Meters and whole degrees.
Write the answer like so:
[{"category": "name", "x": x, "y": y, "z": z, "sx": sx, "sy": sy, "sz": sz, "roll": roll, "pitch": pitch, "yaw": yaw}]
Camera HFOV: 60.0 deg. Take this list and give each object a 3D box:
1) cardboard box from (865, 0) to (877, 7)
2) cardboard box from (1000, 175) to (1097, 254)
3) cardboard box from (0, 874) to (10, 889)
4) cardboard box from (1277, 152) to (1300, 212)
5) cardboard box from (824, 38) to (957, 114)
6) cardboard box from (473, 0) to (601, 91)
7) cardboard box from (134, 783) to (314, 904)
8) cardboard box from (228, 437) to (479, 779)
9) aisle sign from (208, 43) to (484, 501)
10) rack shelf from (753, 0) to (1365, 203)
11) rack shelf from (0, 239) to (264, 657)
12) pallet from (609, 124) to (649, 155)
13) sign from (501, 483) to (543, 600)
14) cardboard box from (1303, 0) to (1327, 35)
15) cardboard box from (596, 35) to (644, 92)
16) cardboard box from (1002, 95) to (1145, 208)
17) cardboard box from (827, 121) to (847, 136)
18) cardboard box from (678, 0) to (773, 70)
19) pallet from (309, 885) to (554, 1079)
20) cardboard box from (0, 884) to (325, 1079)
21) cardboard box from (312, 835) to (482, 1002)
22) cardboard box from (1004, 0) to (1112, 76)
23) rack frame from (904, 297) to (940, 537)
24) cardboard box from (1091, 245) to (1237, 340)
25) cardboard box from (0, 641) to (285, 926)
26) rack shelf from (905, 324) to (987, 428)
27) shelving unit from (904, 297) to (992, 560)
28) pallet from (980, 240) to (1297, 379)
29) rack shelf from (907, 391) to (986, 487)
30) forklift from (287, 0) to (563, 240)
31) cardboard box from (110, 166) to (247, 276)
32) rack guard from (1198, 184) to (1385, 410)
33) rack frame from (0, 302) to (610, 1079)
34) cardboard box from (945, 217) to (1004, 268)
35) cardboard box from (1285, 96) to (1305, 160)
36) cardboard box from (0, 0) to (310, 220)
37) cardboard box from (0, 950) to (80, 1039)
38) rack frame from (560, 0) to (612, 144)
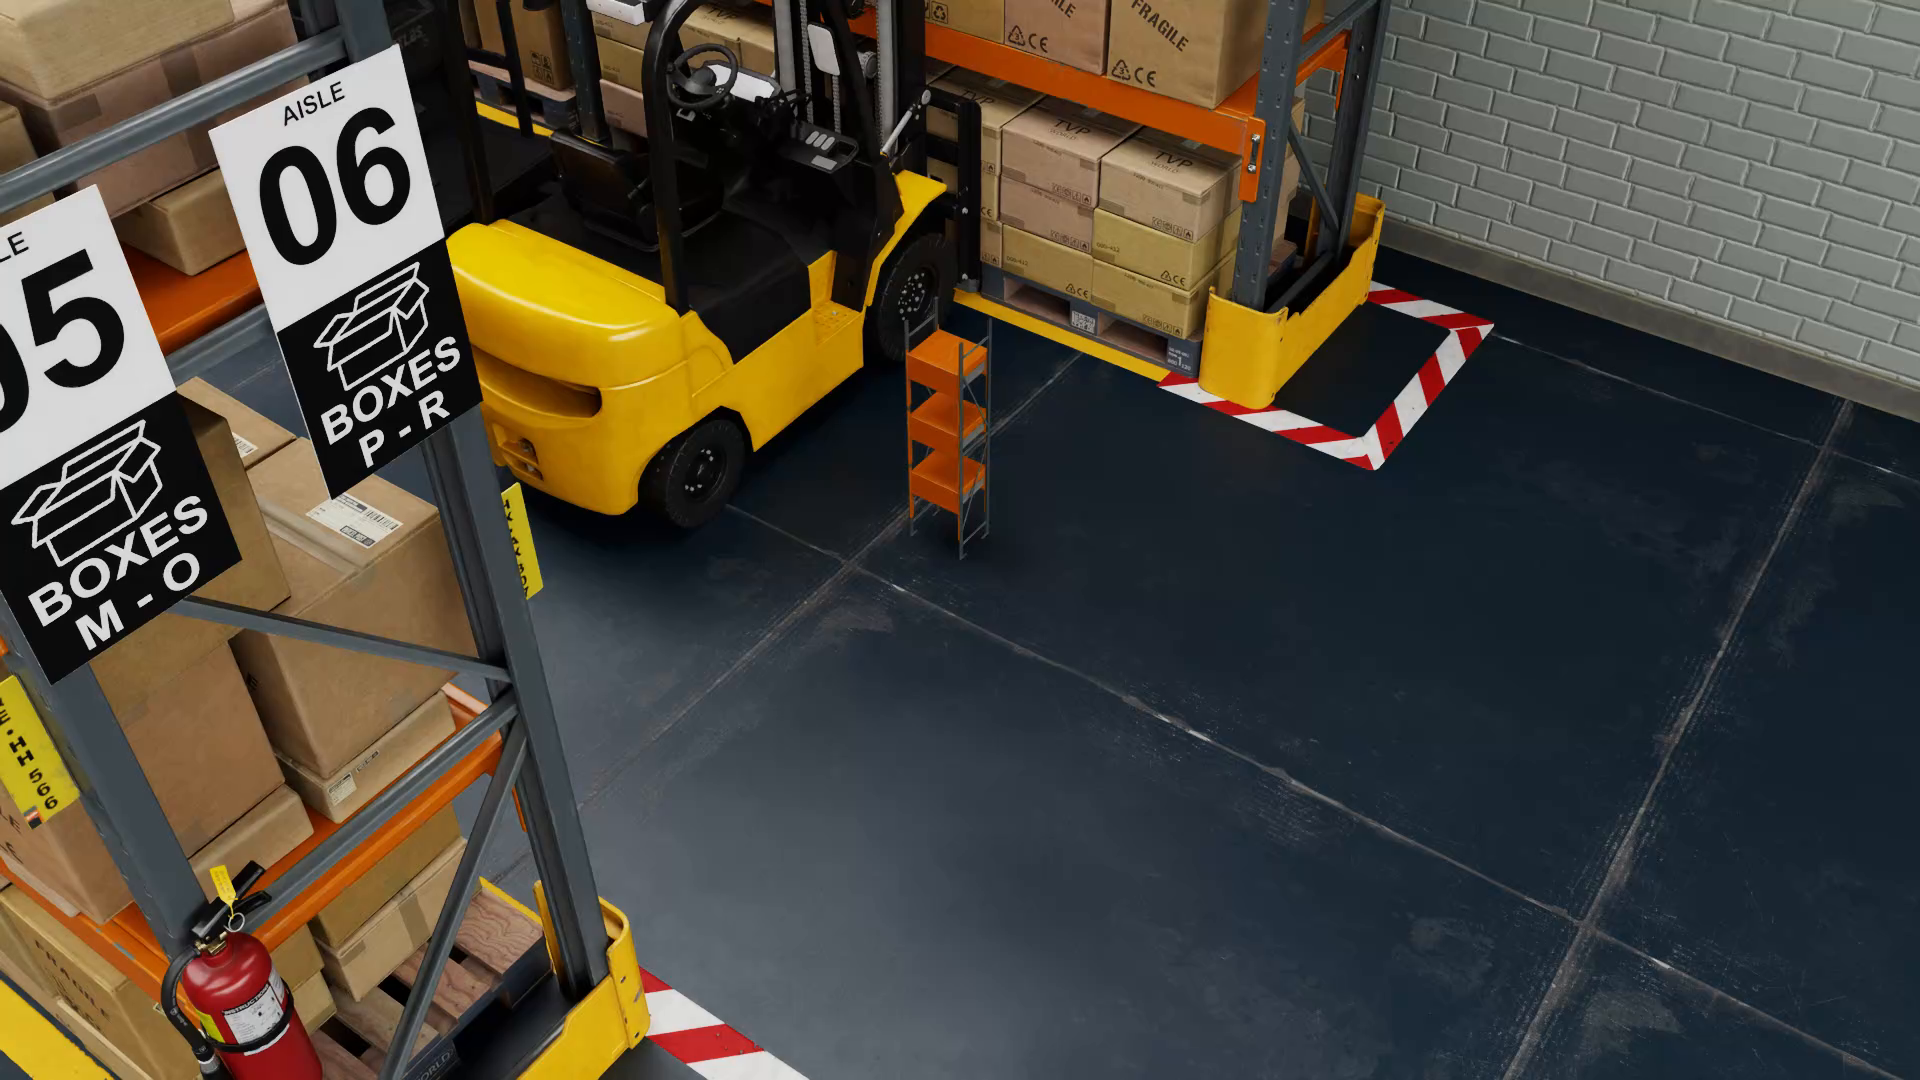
[{"category": "cardboard box", "x": -0.300, "y": -2.743, "z": 7.491, "sx": 0.500, "sy": 0.500, "sz": 0.500, "roll": 25, "pitch": 48, "yaw": 26}, {"category": "cardboard box", "x": 0.528, "y": -1.606, "z": 7.668, "sx": 0.500, "sy": 0.250, "sz": 0.500, "roll": 25, "pitch": 47, "yaw": 25}, {"category": "cardboard box", "x": -2.481, "y": 0.715, "z": 4.399, "sx": 0.250, "sy": 0.149, "sz": 0.380, "roll": 26, "pitch": 48, "yaw": 26}, {"category": "cardboard box", "x": 1.245, "y": -1.686, "z": 7.757, "sx": 0.500, "sy": 0.250, "sz": 0.500, "roll": 26, "pitch": 48, "yaw": 26}, {"category": "cardboard box", "x": -0.296, "y": -2.163, "z": 7.915, "sx": 0.500, "sy": 0.250, "sz": 0.500, "roll": 24, "pitch": 47, "yaw": 25}, {"category": "cardboard box", "x": -2.198, "y": -3.071, "z": 9.399, "sx": 0.625, "sy": 0.625, "sz": 0.875, "roll": 27, "pitch": 48, "yaw": 27}, {"category": "cardboard box", "x": -1.765, "y": 0.704, "z": 3.902, "sx": 0.250, "sy": 0.149, "sz": 0.380, "roll": 27, "pitch": 48, "yaw": 27}, {"category": "cardboard box", "x": -1.565, "y": 0.156, "z": 4.028, "sx": 0.500, "sy": 0.500, "sz": 0.500, "roll": 24, "pitch": 47, "yaw": 25}, {"category": "aisle sign", "x": -1.108, "y": -0.478, "z": 3.085, "sx": 0.004, "sy": 0.787, "sz": 0.394, "roll": 25, "pitch": 48, "yaw": 25}, {"category": "rack shelf", "x": -0.127, "y": -2.572, "z": 7.915, "sx": 4.000, "sy": 0.370, "sz": 1.077, "roll": 25, "pitch": 48, "yaw": 25}, {"category": "rack shelf", "x": -2.974, "y": -0.979, "z": 3.884, "sx": 4.000, "sy": 0.370, "sz": 1.077, "roll": 25, "pitch": 48, "yaw": 25}, {"category": "pallet", "x": -1.137, "y": -2.240, "z": 9.095, "sx": 1.213, "sy": 0.211, "sz": 1.003, "roll": 25, "pitch": 48, "yaw": 25}, {"category": "sign", "x": -1.025, "y": 0.018, "z": 3.831, "sx": 0.005, "sy": 0.325, "sz": 0.100, "roll": 25, "pitch": 48, "yaw": 25}, {"category": "cardboard box", "x": 1.264, "y": -2.453, "z": 7.167, "sx": 0.500, "sy": 0.500, "sz": 0.500, "roll": 27, "pitch": 48, "yaw": 27}, {"category": "cardboard box", "x": -1.545, "y": -2.570, "z": 8.745, "sx": 0.500, "sy": 0.250, "sz": 0.500, "roll": 25, "pitch": 47, "yaw": 25}, {"category": "cardboard box", "x": 0.533, "y": -1.777, "z": 7.484, "sx": 0.500, "sy": 0.250, "sz": 0.500, "roll": 26, "pitch": 48, "yaw": 26}, {"category": "cardboard box", "x": -0.314, "y": -1.986, "z": 8.092, "sx": 0.500, "sy": 0.250, "sz": 0.500, "roll": 25, "pitch": 47, "yaw": 25}, {"category": "cardboard box", "x": -1.136, "y": -2.553, "z": 8.351, "sx": 0.500, "sy": 0.250, "sz": 0.500, "roll": 25, "pitch": 48, "yaw": 25}, {"category": "pallet", "x": -2.043, "y": 1.316, "z": 5.120, "sx": 1.213, "sy": 0.211, "sz": 1.003, "roll": 25, "pitch": 48, "yaw": 25}, {"category": "cardboard box", "x": -2.142, "y": 1.061, "z": 4.499, "sx": 0.500, "sy": 0.500, "sz": 0.500, "roll": 25, "pitch": 48, "yaw": 26}, {"category": "cardboard box", "x": -1.838, "y": 1.045, "z": 5.080, "sx": 0.500, "sy": 0.250, "sz": 0.500, "roll": 25, "pitch": 47, "yaw": 25}, {"category": "cardboard box", "x": 0.537, "y": -2.361, "z": 7.064, "sx": 0.500, "sy": 0.500, "sz": 0.500, "roll": 27, "pitch": 48, "yaw": 27}, {"category": "rack frame", "x": -0.144, "y": -0.458, "z": 6.475, "sx": 0.008, "sy": 1.050, "sz": 0.200, "roll": 25, "pitch": 48, "yaw": 25}, {"category": "cardboard box", "x": 0.945, "y": -1.214, "z": 7.604, "sx": 0.500, "sy": 0.250, "sz": 0.500, "roll": 25, "pitch": 48, "yaw": 26}, {"category": "cardboard box", "x": -1.939, "y": 0.431, "z": 3.721, "sx": 0.500, "sy": 0.500, "sz": 0.500, "roll": 24, "pitch": 47, "yaw": 25}, {"category": "rack shelf", "x": -0.044, "y": -0.615, "z": 6.241, "sx": 0.240, "sy": 0.259, "sz": 0.215, "roll": 25, "pitch": 48, "yaw": 25}, {"category": "shelving unit", "x": -0.044, "y": -0.412, "z": 6.423, "sx": 0.252, "sy": 1.050, "sz": 0.215, "roll": 25, "pitch": 48, "yaw": 25}, {"category": "pallet", "x": 0.860, "y": -1.305, "z": 8.050, "sx": 1.213, "sy": 0.211, "sz": 1.003, "roll": 25, "pitch": 48, "yaw": 25}, {"category": "rack shelf", "x": -0.044, "y": -0.404, "z": 6.430, "sx": 0.240, "sy": 0.259, "sz": 0.215, "roll": 25, "pitch": 48, "yaw": 25}, {"category": "forklift", "x": -2.675, "y": -2.679, "z": 7.547, "sx": 3.031, "sy": 2.935, "sz": 1.130, "roll": 19, "pitch": 45, "yaw": 20}, {"category": "cardboard box", "x": -1.422, "y": -0.692, "z": 3.212, "sx": 0.250, "sy": 0.149, "sz": 0.380, "roll": 25, "pitch": 48, "yaw": 25}, {"category": "rack guard", "x": 1.530, "y": -1.134, "z": 7.642, "sx": 0.348, "sy": 0.500, "sz": 1.175, "roll": 25, "pitch": 48, "yaw": 25}, {"category": "rack frame", "x": -1.336, "y": 0.637, "z": 3.789, "sx": 0.127, "sy": 3.000, "sz": 1.000, "roll": 25, "pitch": 48, "yaw": 25}, {"category": "cardboard box", "x": 0.138, "y": -1.606, "z": 8.042, "sx": 0.500, "sy": 0.250, "sz": 0.500, "roll": 26, "pitch": 48, "yaw": 26}, {"category": "cardboard box", "x": 1.226, "y": -1.866, "z": 7.584, "sx": 0.500, "sy": 0.250, "sz": 0.500, "roll": 24, "pitch": 47, "yaw": 25}, {"category": "cardboard box", "x": -1.595, "y": -0.874, "z": 3.117, "sx": 0.500, "sy": 0.250, "sz": 0.500, "roll": 24, "pitch": 47, "yaw": 25}, {"category": "cardboard box", "x": -2.572, "y": 1.140, "z": 4.974, "sx": 0.500, "sy": 0.250, "sz": 0.500, "roll": 25, "pitch": 48, "yaw": 25}, {"category": "rack frame", "x": -1.764, "y": -3.606, "z": 8.531, "sx": 0.127, "sy": 3.000, "sz": 1.000, "roll": 25, "pitch": 48, "yaw": 25}]
